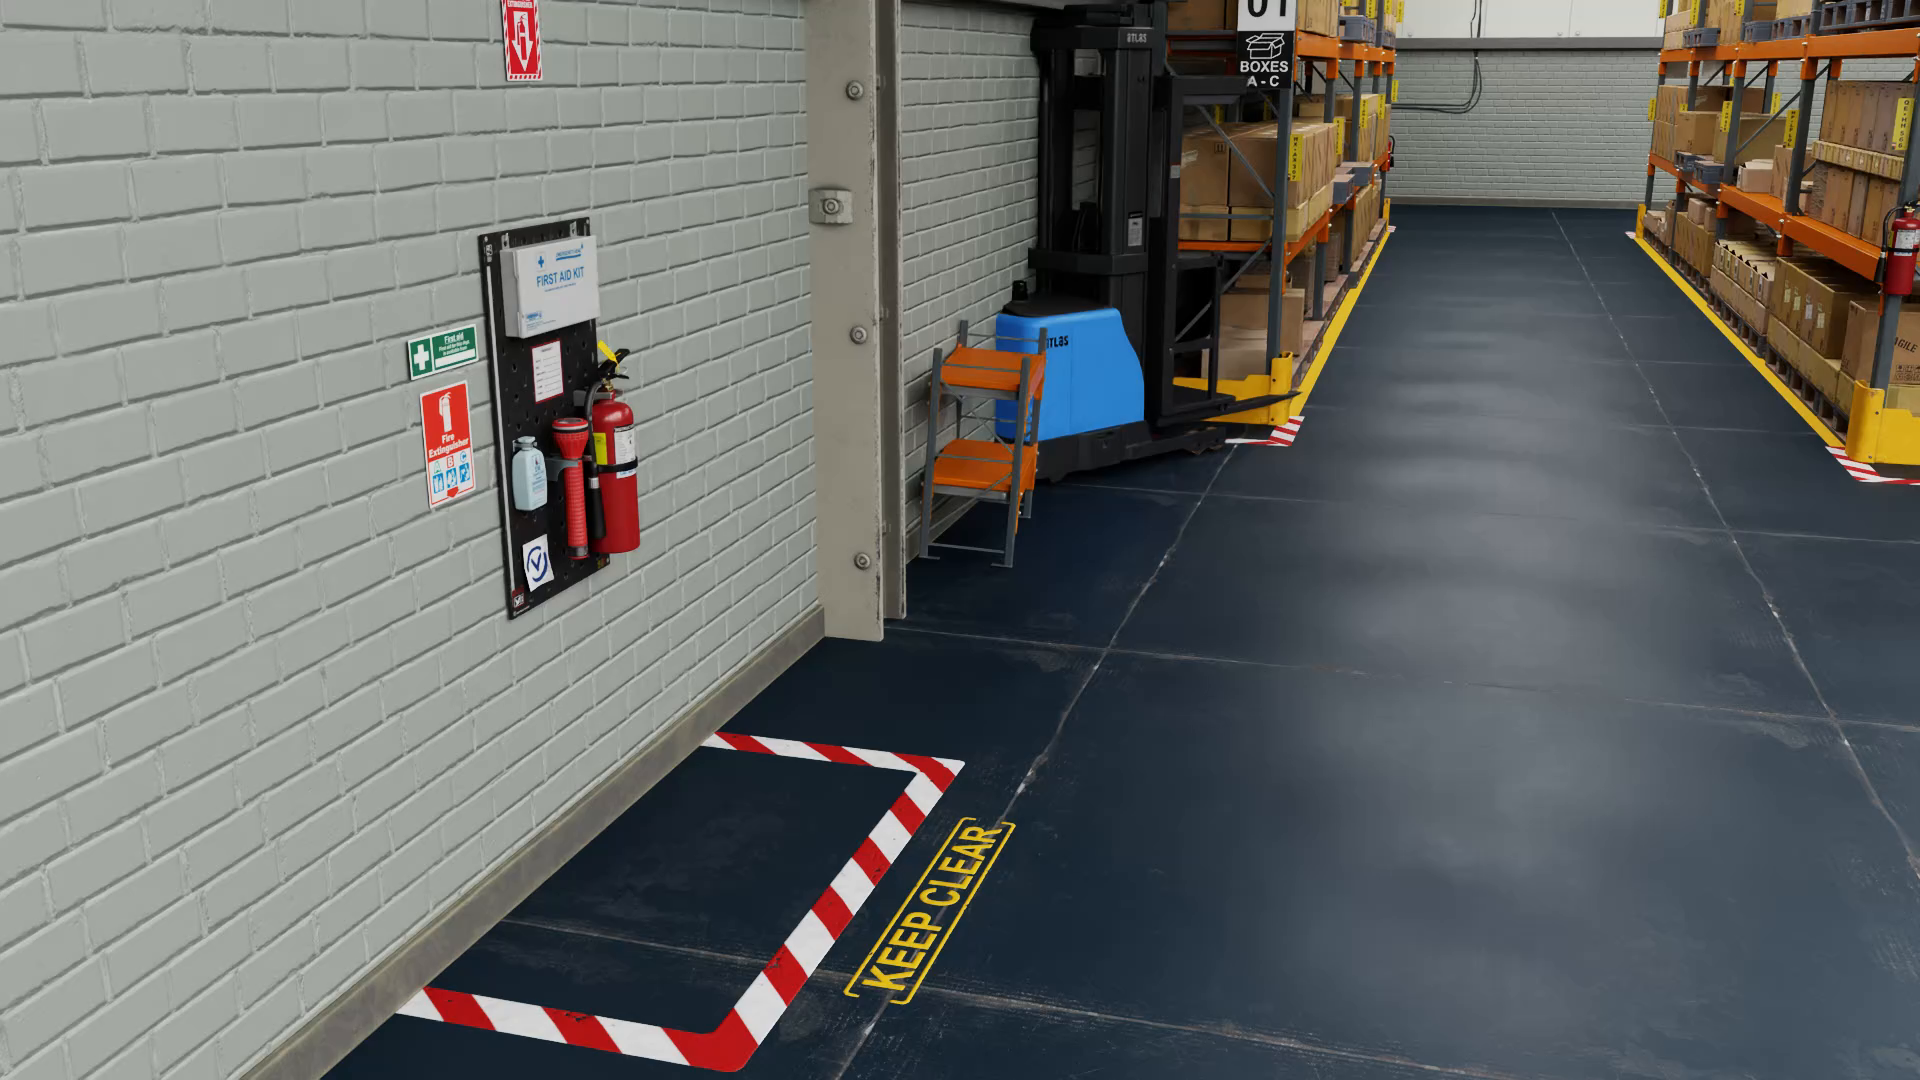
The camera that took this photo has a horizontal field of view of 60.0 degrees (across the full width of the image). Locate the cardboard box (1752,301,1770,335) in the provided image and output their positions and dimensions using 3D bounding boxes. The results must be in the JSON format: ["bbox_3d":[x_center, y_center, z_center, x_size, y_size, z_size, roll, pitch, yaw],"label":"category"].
[{"bbox_3d":[7.601,-2.031,15.263,0.500,0.250,0.500,4,16,15],"label":"cardboard box"}]

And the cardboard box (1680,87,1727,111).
[{"bbox_3d":[9.930,-5.796,22.249,0.500,0.500,0.500,5,17,16],"label":"cardboard box"}]

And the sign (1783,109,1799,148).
[{"bbox_3d":[7.238,-3.579,14.475,0.100,0.325,0.005,5,16,16],"label":"sign"}]

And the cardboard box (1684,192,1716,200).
[{"bbox_3d":[11.253,-5.008,25.264,0.500,0.500,0.500,5,16,16],"label":"cardboard box"}]

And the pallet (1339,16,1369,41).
[{"bbox_3d":[3.288,-4.910,15.991,1.213,0.211,1.003,5,16,16],"label":"pallet"}]

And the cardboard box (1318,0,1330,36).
[{"bbox_3d":[2.827,-4.474,13.891,0.500,0.500,0.500,4,16,14],"label":"cardboard box"}]

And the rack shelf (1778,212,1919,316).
[{"bbox_3d":[7.193,-2.152,12.737,1.077,0.370,4.000,5,16,16],"label":"rack shelf"}]

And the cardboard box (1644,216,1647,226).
[{"bbox_3d":[10.652,-4.861,25.356,0.380,0.166,0.250,5,16,16],"label":"cardboard box"}]

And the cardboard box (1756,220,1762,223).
[{"bbox_3d":[9.878,-3.712,20.694,0.500,0.500,0.500,5,17,17],"label":"cardboard box"}]

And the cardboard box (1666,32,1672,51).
[{"bbox_3d":[10.627,-7.287,24.301,0.500,0.250,0.500,5,16,16],"label":"cardboard box"}]

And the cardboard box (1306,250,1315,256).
[{"bbox_3d":[3.302,-2.746,17.289,0.700,0.500,0.500,4,16,15],"label":"cardboard box"}]

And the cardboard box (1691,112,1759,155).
[{"bbox_3d":[9.551,-5.073,20.764,0.700,0.500,0.500,7,17,25],"label":"cardboard box"}]

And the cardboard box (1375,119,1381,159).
[{"bbox_3d":[5.454,-5.782,23.668,0.980,0.700,0.700,5,17,17],"label":"cardboard box"}]

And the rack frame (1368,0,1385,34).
[{"bbox_3d":[5.284,-8.383,22.395,1.000,3.000,0.127,5,16,16],"label":"rack frame"}]

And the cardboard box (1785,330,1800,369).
[{"bbox_3d":[7.045,-1.542,13.537,0.500,0.250,0.500,5,16,16],"label":"cardboard box"}]

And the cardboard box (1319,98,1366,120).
[{"bbox_3d":[4.532,-5.119,19.739,0.500,0.250,0.500,5,17,17],"label":"cardboard box"}]

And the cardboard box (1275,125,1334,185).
[{"bbox_3d":[3.036,-3.424,14.767,0.500,0.500,0.500,5,16,16],"label":"cardboard box"}]

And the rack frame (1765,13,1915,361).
[{"bbox_3d":[7.761,-3.021,14.483,1.000,3.000,0.127,5,16,16],"label":"rack frame"}]

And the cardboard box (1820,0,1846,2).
[{"bbox_3d":[7.365,-4.670,13.591,0.500,0.500,0.500,6,17,20],"label":"cardboard box"}]

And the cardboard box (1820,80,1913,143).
[{"bbox_3d":[7.641,-3.577,13.882,0.700,0.500,0.500,5,17,16],"label":"cardboard box"}]

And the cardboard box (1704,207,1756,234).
[{"bbox_3d":[8.950,-3.715,19.331,0.500,0.250,0.500,5,17,18],"label":"cardboard box"}]

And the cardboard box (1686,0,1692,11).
[{"bbox_3d":[10.547,-7.610,23.150,0.700,0.500,0.500,5,16,16],"label":"cardboard box"}]

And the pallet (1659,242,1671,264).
[{"bbox_3d":[10.231,-3.952,22.876,1.003,0.211,1.213,5,16,16],"label":"pallet"}]

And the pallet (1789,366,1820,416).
[{"bbox_3d":[7.150,-1.155,13.013,1.003,0.211,1.213,5,16,16],"label":"pallet"}]

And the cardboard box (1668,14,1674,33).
[{"bbox_3d":[10.627,-7.527,24.233,0.500,0.250,0.500,5,16,16],"label":"cardboard box"}]

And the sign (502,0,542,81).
[{"bbox_3d":[-1.298,-1.515,4.927,0.001,0.298,0.199,5,16,16],"label":"sign"}]

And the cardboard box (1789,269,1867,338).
[{"bbox_3d":[7.045,-1.902,13.434,0.500,0.500,0.500,5,16,16],"label":"cardboard box"}]

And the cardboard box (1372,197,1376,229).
[{"bbox_3d":[5.889,-4.950,25.094,0.700,0.500,0.500,5,17,17],"label":"cardboard box"}]

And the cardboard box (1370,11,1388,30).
[{"bbox_3d":[5.733,-7.279,23.319,0.500,0.250,0.500,5,16,16],"label":"cardboard box"}]

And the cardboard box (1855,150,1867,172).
[{"bbox_3d":[6.989,-2.855,12.527,0.380,0.149,0.250,4,16,15],"label":"cardboard box"}]

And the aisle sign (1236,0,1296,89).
[{"bbox_3d":[2.141,-3.566,11.641,0.394,0.787,0.004,5,16,16],"label":"aisle sign"}]

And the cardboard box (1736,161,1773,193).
[{"bbox_3d":[8.458,-3.806,17.413,0.500,0.311,0.500,4,16,15],"label":"cardboard box"}]

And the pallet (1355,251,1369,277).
[{"bbox_3d":[4.792,-3.628,21.732,1.003,0.211,1.213,5,16,16],"label":"pallet"}]

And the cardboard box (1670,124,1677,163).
[{"bbox_3d":[10.076,-5.448,22.856,0.500,0.500,0.500,5,17,17],"label":"cardboard box"}]

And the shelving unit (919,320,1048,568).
[{"bbox_3d":[0.140,-0.558,9.170,0.538,1.125,1.048,6,16,6],"label":"shelving unit"}]

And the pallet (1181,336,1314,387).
[{"bbox_3d":[2.509,-1.564,14.457,1.003,0.211,1.213,5,16,16],"label":"pallet"}]

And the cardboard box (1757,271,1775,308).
[{"bbox_3d":[7.601,-2.298,15.177,0.500,0.311,0.500,5,16,16],"label":"cardboard box"}]

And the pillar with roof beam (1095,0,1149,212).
[{"bbox_3d":[5.371,-5.160,11.031,9.100,9.000,0.400,5,16,16],"label":"pillar with roof beam"}]

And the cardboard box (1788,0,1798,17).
[{"bbox_3d":[8.691,-5.379,16.804,0.500,0.250,0.500,5,17,17],"label":"cardboard box"}]

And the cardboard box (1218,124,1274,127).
[{"bbox_3d":[2.526,-3.461,14.897,0.500,0.500,0.500,5,16,16],"label":"cardboard box"}]

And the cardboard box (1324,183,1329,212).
[{"bbox_3d":[3.017,-3.065,14.875,0.500,0.250,0.500,5,17,16],"label":"cardboard box"}]

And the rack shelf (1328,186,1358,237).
[{"bbox_3d":[3.579,-3.581,17.777,1.077,0.370,4.000,5,16,16],"label":"rack shelf"}]

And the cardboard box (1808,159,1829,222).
[{"bbox_3d":[7.641,-2.953,14.059,0.700,0.500,0.500,4,16,14],"label":"cardboard box"}]

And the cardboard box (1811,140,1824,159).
[{"bbox_3d":[7.499,-3.326,14.186,0.380,0.149,0.250,5,16,16],"label":"cardboard box"}]

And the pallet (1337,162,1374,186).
[{"bbox_3d":[4.047,-4.164,18.863,1.213,0.211,1.003,5,16,16],"label":"pallet"}]

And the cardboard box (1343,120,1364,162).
[{"bbox_3d":[4.531,-4.759,19.845,0.500,0.500,0.500,5,17,18],"label":"cardboard box"}]

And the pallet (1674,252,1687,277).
[{"bbox_3d":[9.840,-3.557,21.482,1.003,0.211,1.213,5,16,16],"label":"pallet"}]

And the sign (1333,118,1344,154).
[{"bbox_3d":[3.533,-3.781,15.575,0.100,0.325,0.005,5,16,16],"label":"sign"}]

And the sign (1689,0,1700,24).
[{"bbox_3d":[9.512,-6.846,21.524,0.100,0.325,0.005,5,16,16],"label":"sign"}]

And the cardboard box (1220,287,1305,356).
[{"bbox_3d":[2.575,-1.878,14.228,0.700,0.500,0.500,4,16,12],"label":"cardboard box"}]

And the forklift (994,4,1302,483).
[{"bbox_3d":[1.206,-2.087,11.318,3.031,2.935,1.130,-14,21,-40],"label":"forklift"}]

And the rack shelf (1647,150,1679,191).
[{"bbox_3d":[10.603,-5.291,23.805,1.077,0.370,4.000,5,16,16],"label":"rack shelf"}]
